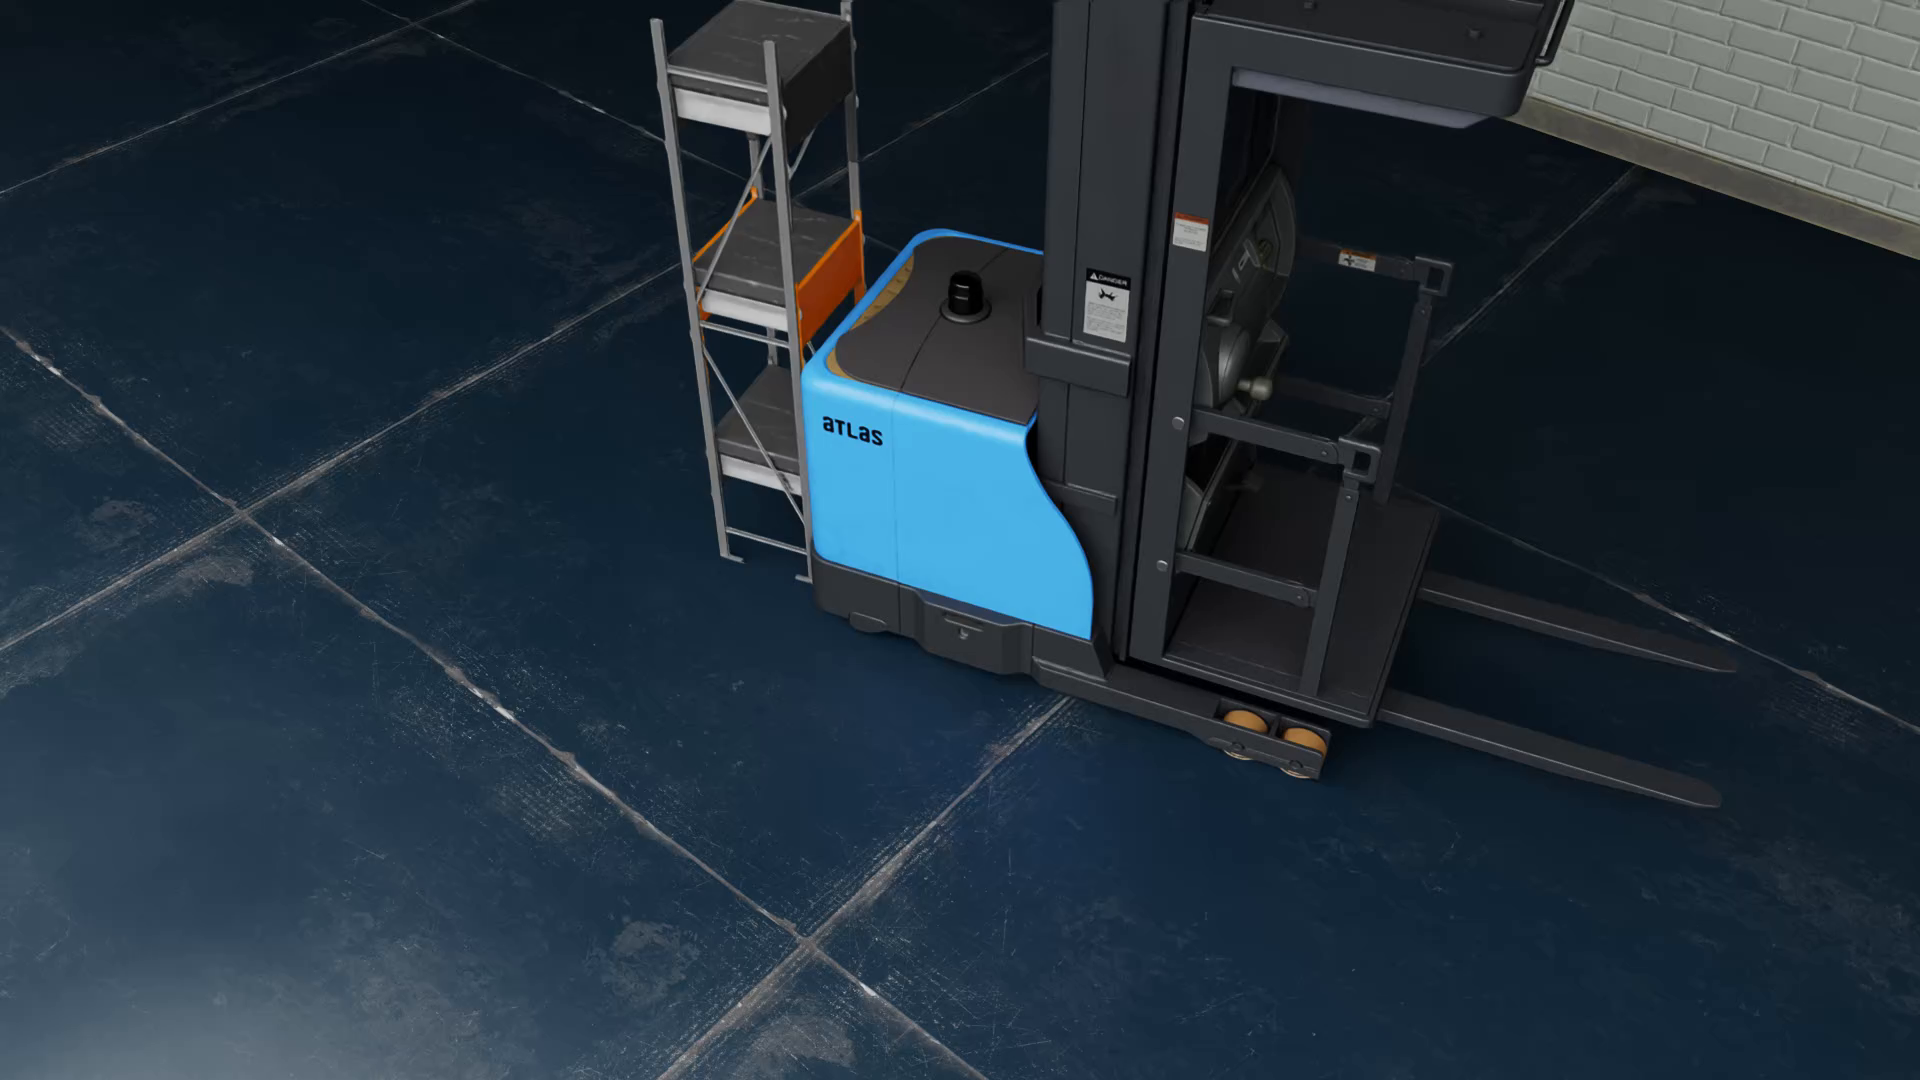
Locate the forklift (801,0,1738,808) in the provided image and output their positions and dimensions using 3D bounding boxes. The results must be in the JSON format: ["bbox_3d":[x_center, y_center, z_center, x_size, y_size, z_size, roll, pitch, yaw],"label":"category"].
[{"bbox_3d":[1.042,-0.721,4.865,3.031,2.935,1.130,16,45,17],"label":"forklift"}]

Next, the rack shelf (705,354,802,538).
[{"bbox_3d":[-0.609,-0.291,6.070,0.431,0.518,0.480,16,45,16],"label":"rack shelf"}]

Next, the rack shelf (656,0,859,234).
[{"bbox_3d":[-0.609,-1.327,5.128,0.431,0.518,0.480,16,45,16],"label":"rack shelf"}]

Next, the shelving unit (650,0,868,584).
[{"bbox_3d":[-0.609,-0.819,5.590,0.431,2.100,0.503,16,45,16],"label":"shelving unit"}]

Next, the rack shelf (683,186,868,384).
[{"bbox_3d":[-0.609,-0.809,5.599,0.431,0.518,0.480,16,45,16],"label":"rack shelf"}]

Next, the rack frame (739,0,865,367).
[{"bbox_3d":[-0.515,-0.970,5.756,0.400,2.100,0.015,16,45,16],"label":"rack frame"}]

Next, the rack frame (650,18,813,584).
[{"bbox_3d":[-0.702,-0.667,5.423,0.400,2.100,0.015,16,45,16],"label":"rack frame"}]
